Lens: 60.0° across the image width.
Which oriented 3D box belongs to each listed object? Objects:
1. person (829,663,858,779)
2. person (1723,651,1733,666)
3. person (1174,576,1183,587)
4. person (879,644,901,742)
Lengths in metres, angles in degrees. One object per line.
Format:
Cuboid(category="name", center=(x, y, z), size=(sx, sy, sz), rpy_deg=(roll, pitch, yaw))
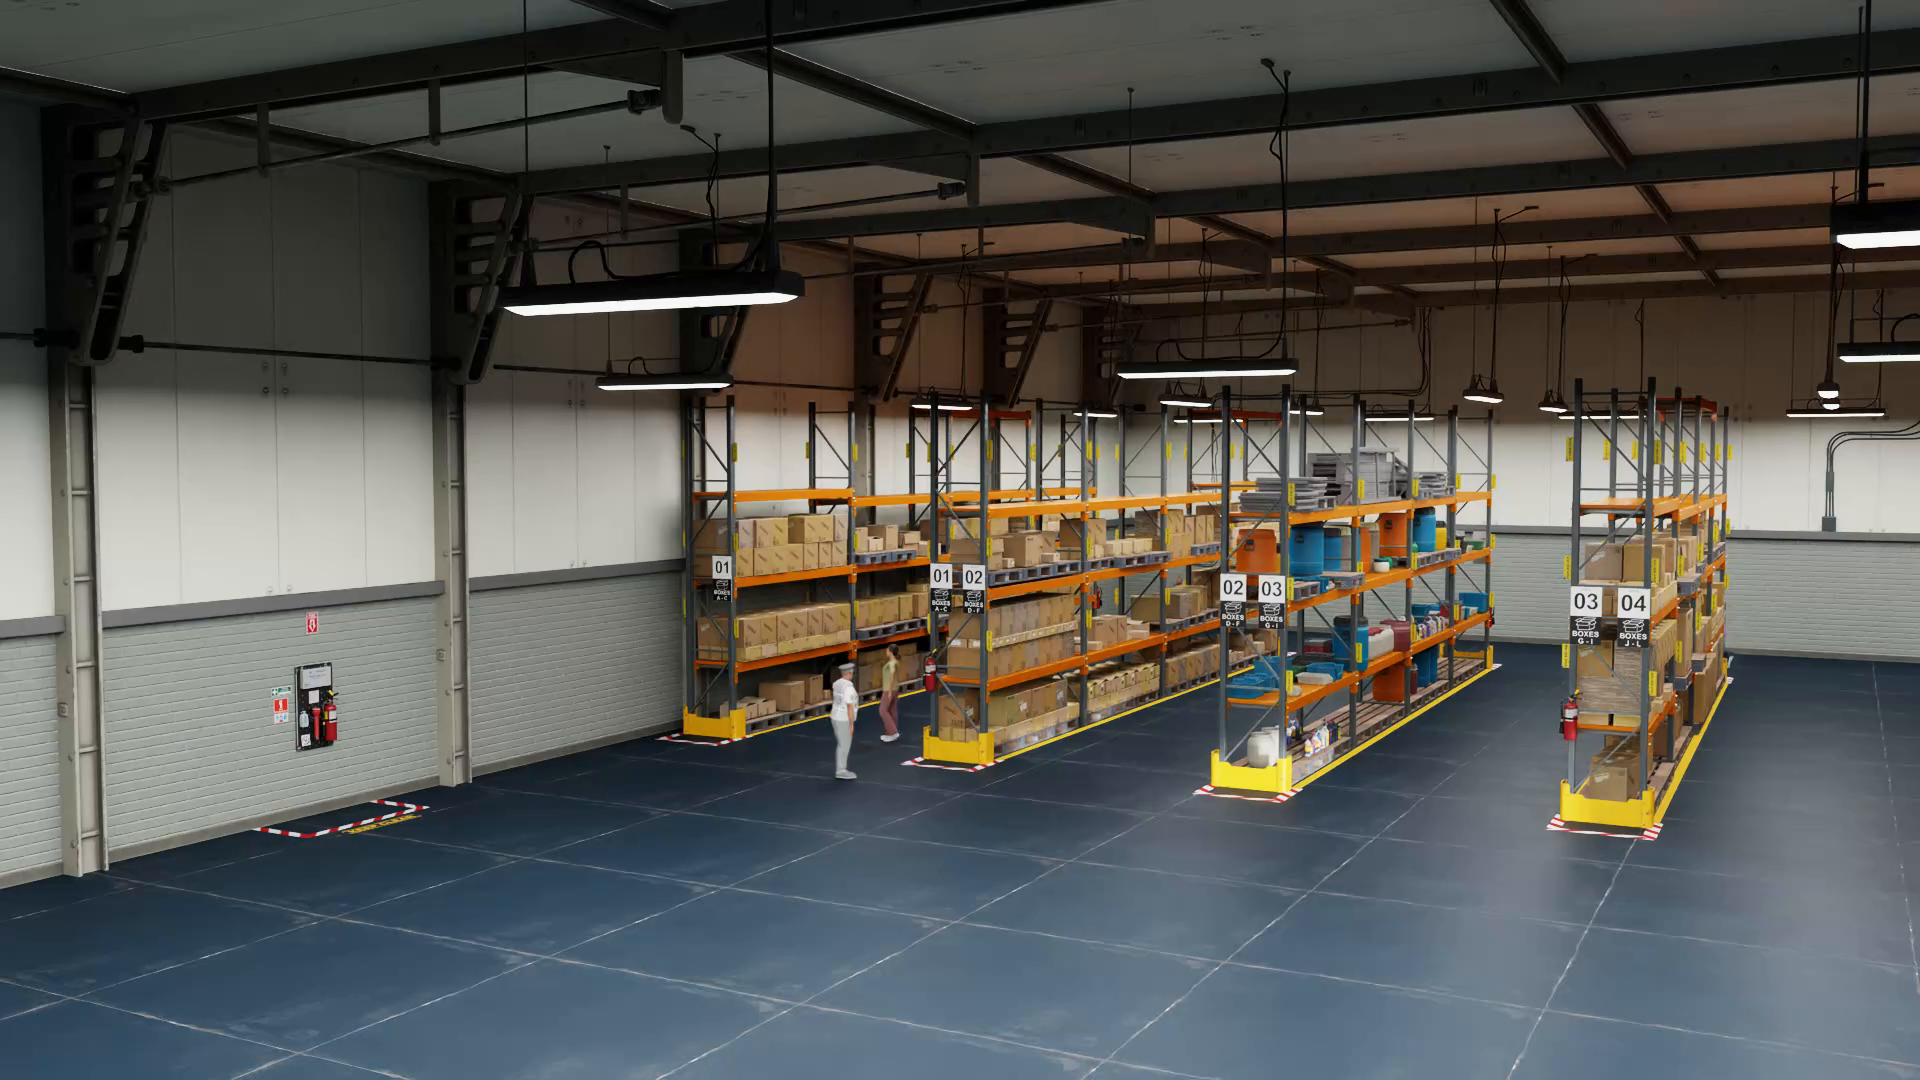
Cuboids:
Cuboid(category="person", center=(-1.762, 2.778, 25.503), size=(0.421, 1.772, 0.552), rpy_deg=(-1, 3, -25))
Cuboid(category="person", center=(17.431, 2.187, 38.365), size=(0.707, 1.590, 0.419), rpy_deg=(0, 3, -1))
Cuboid(category="person", center=(5.918, 1.822, 45.052), size=(0.479, 1.663, 0.546), rpy_deg=(0, 3, 6))
Cuboid(category="person", center=(-1.204, 2.644, 28.867), size=(0.383, 1.685, 0.483), rpy_deg=(1, 3, 11))
